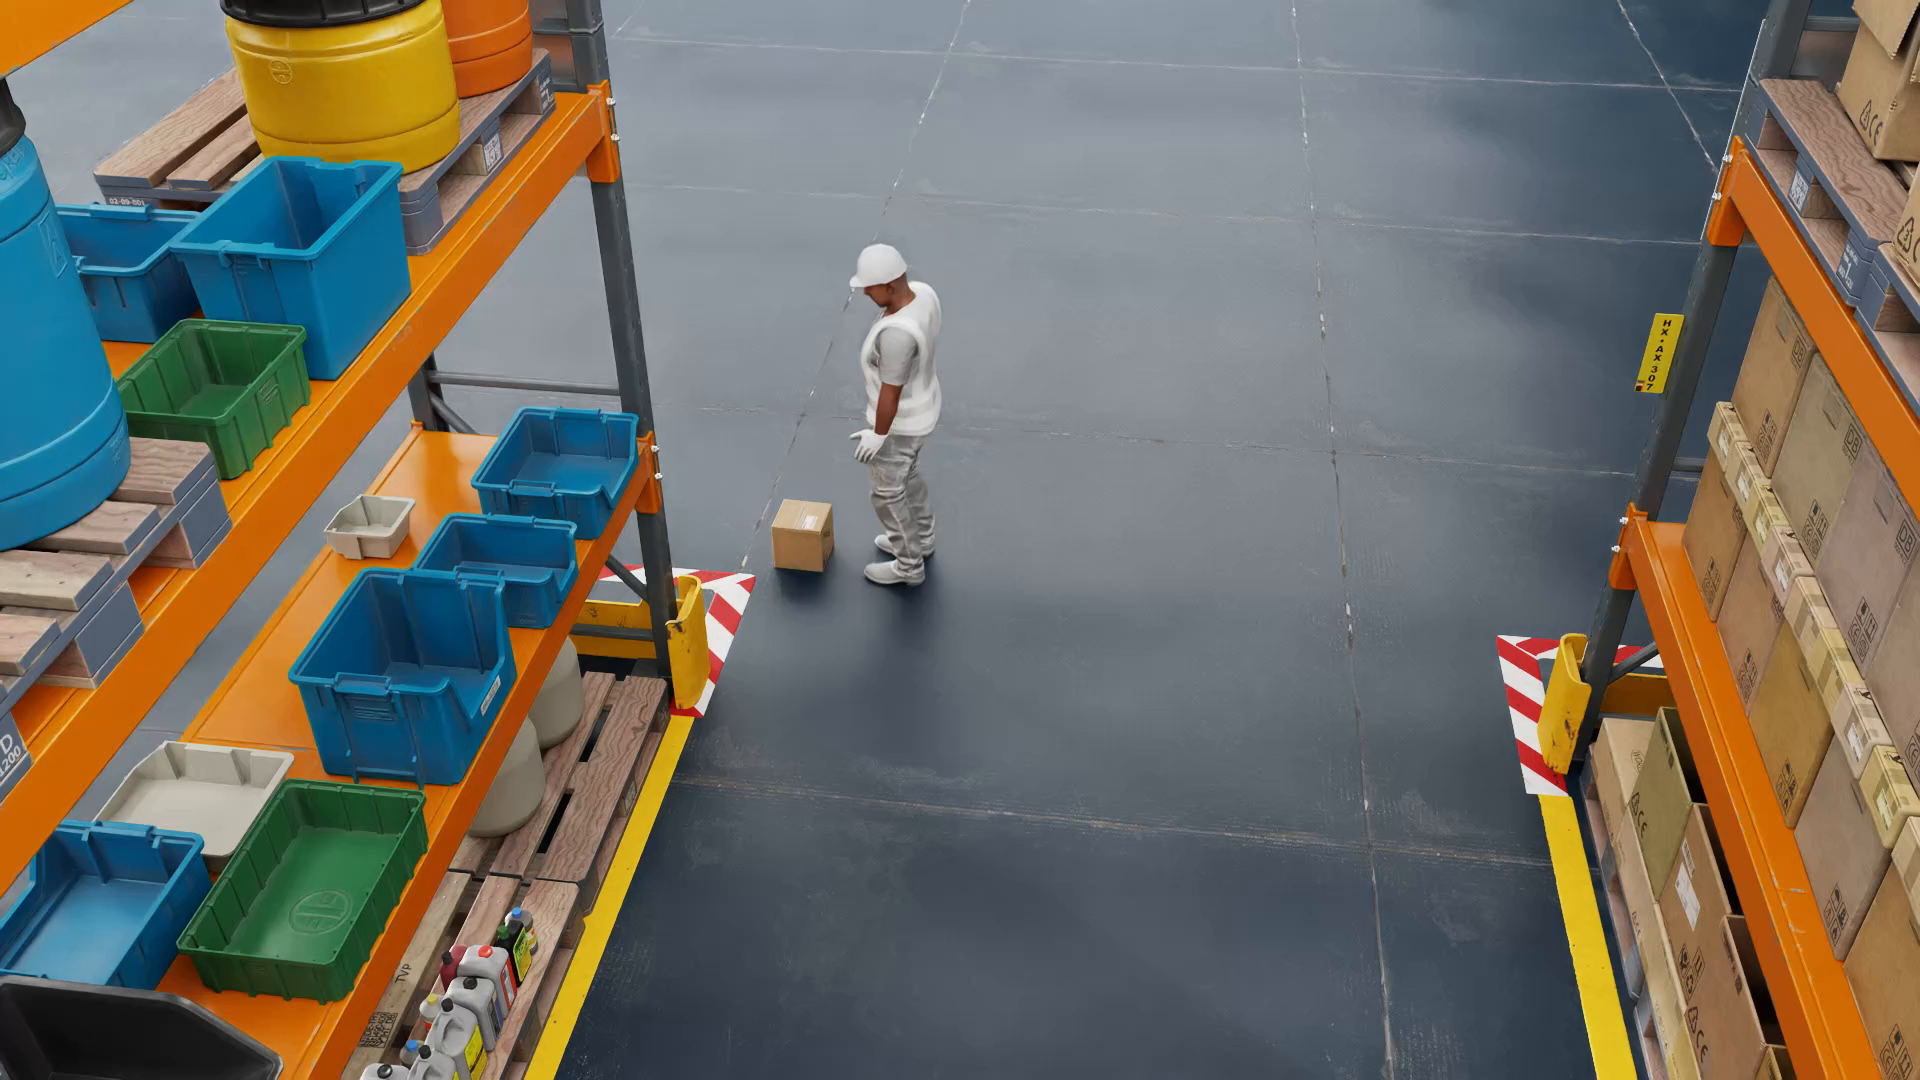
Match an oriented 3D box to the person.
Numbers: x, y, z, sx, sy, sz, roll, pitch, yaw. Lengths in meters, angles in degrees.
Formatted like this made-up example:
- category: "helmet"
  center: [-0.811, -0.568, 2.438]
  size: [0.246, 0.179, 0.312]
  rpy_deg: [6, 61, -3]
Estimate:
- category: "person"
  center: [-0.297, -0.581, 7.845]
  size: [0.389, 1.763, 0.557]
  rpy_deg: [6, 36, 9]
